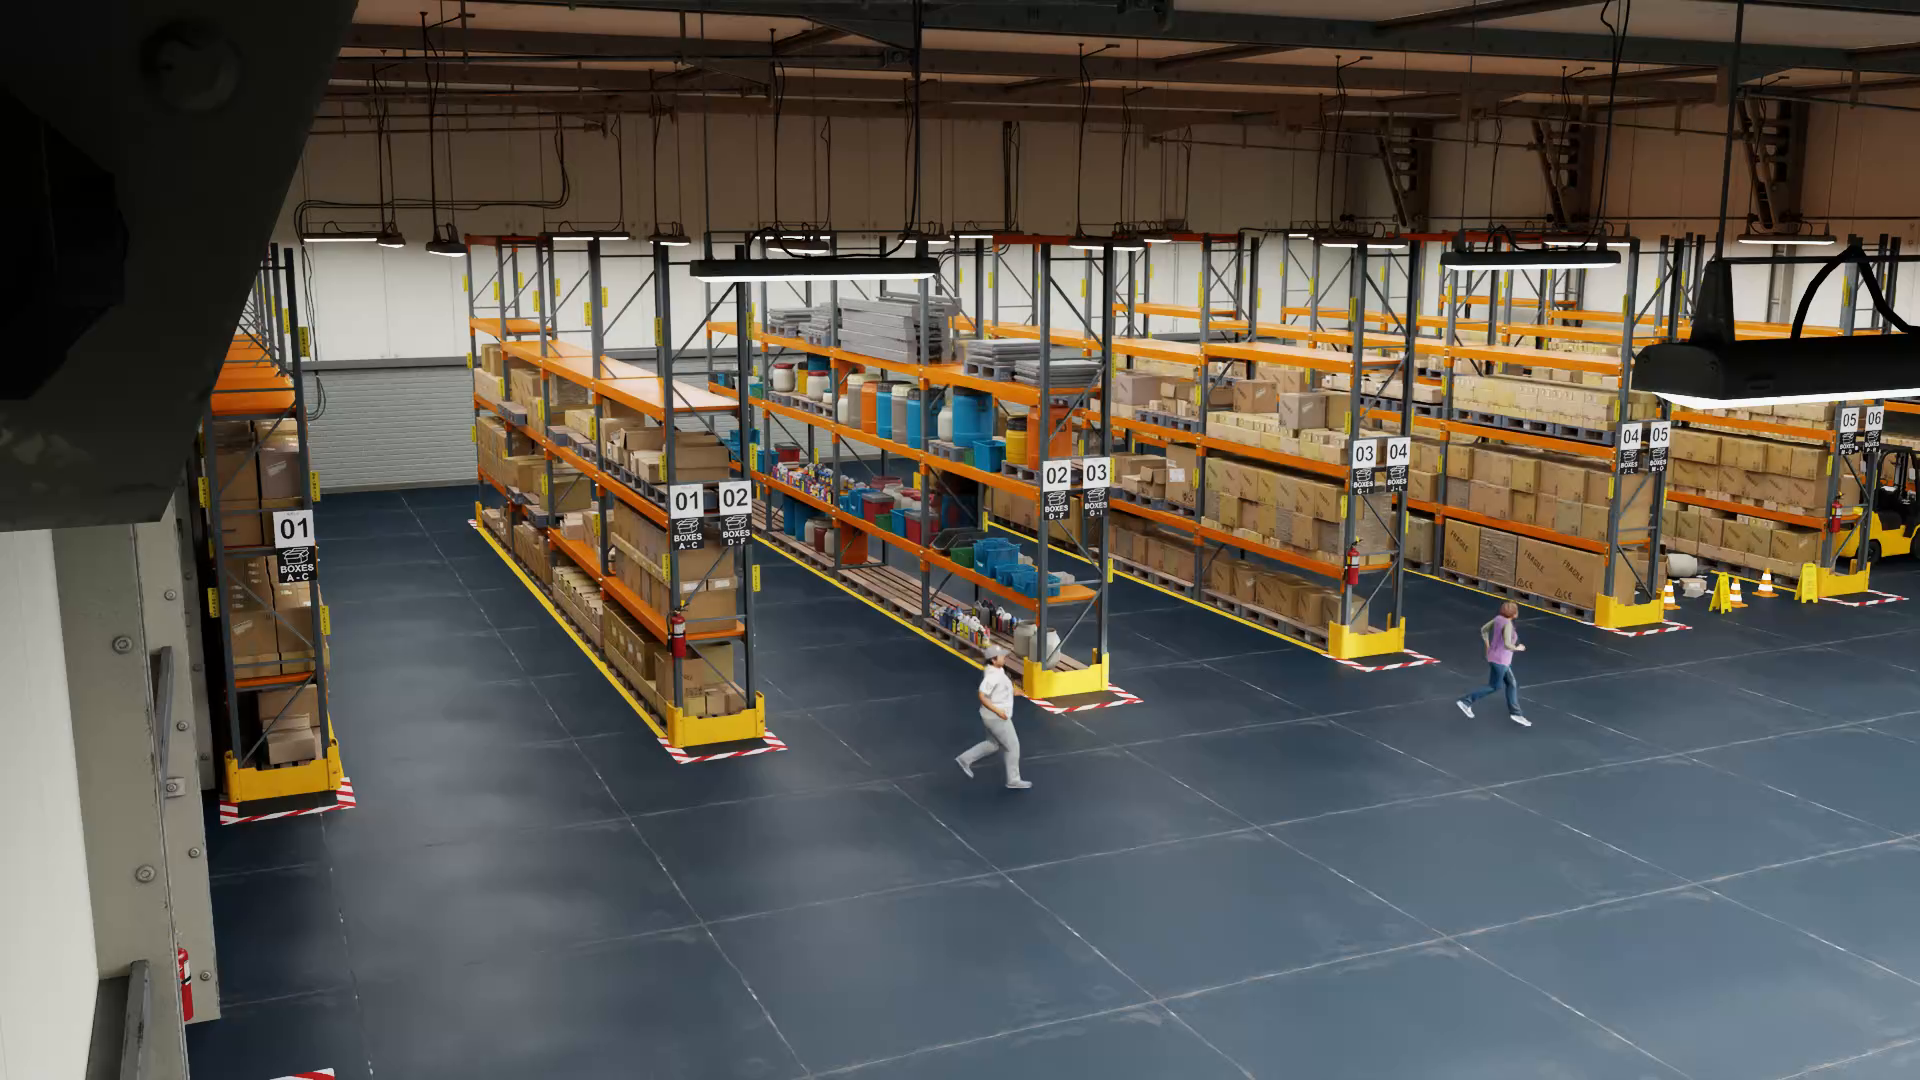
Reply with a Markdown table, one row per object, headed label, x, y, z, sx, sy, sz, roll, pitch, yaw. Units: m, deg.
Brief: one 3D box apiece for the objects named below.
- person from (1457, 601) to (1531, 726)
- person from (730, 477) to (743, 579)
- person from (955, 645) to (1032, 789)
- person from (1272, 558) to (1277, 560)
| label | x | y | z | sx | sy | sz | roll | pitch | yaw |
| --- | --- | --- | --- | --- | --- | --- | --- | --- | --- |
| person | 6.759 | 1.553 | 20.933 | 0.931 | 1.600 | 0.563 | 0 | 11 | 2 |
| person | -3.875 | -0.201 | 28.293 | 0.610 | 1.790 | 0.873 | -6 | 12 | -27 |
| person | 0.381 | 1.977 | 18.603 | 0.870 | 1.639 | 0.619 | 0 | 11 | -2 |
| person | 5.802 | -0.551 | 31.546 | 0.686 | 1.724 | 0.953 | -5 | 12 | -26 |
